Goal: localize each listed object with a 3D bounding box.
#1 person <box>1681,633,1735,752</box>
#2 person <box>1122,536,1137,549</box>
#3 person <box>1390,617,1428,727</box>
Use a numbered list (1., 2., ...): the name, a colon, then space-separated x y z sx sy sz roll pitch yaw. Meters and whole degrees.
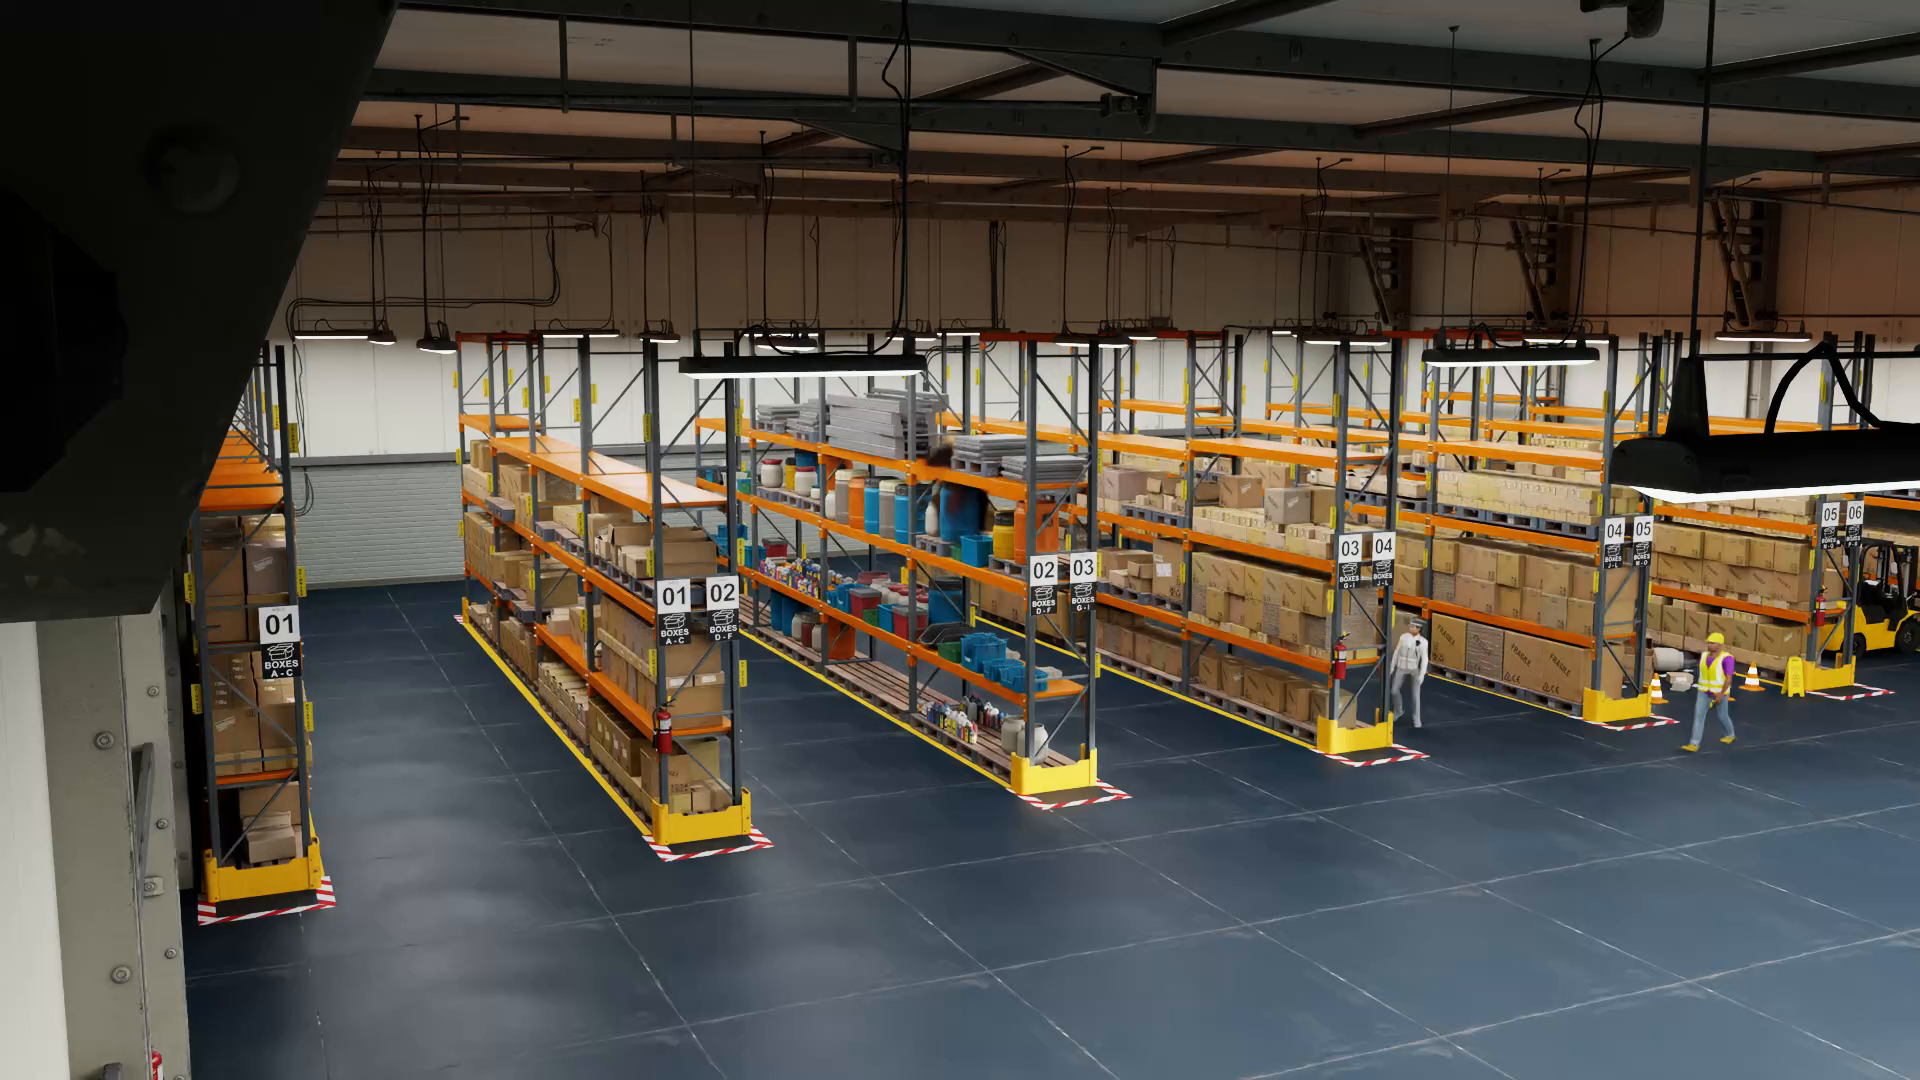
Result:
1. person: 10.984 2.217 24.269 1.036 1.736 0.547 -8 11 -44
2. person: 4.342 -0.503 44.636 0.674 1.623 0.477 -6 10 -39
3. person: 6.946 2.034 25.777 0.581 1.698 0.400 3 8 21
